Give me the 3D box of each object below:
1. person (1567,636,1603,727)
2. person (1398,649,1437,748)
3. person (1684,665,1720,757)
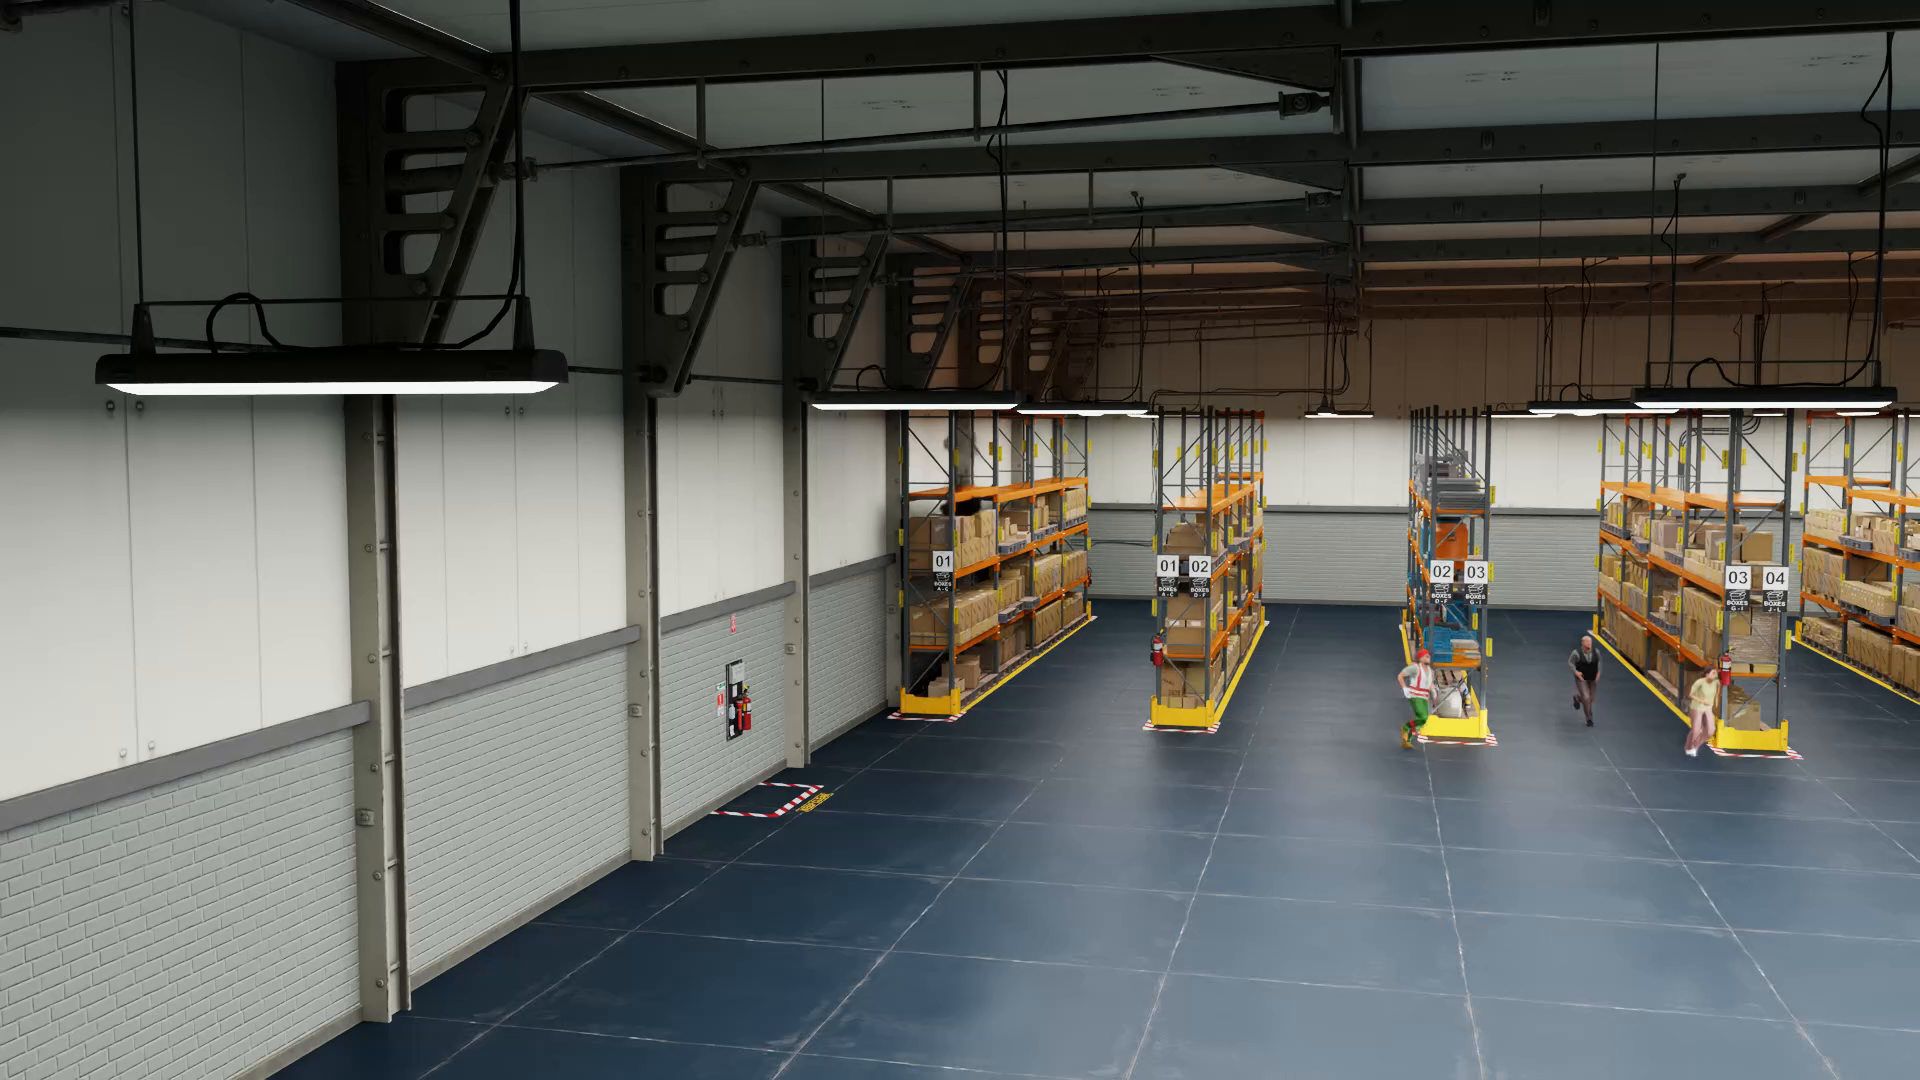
[{"bbox_3d":[11.815,2.647,31.509,0.670,1.706,0.850,0,4,-5],"label":"person"},{"bbox_3d":[8.090,2.774,29.117,0.679,1.714,0.527,-3,5,-32],"label":"person"},{"bbox_3d":[12.642,2.902,28.214,0.630,1.606,0.689,-1,4,-8],"label":"person"}]
